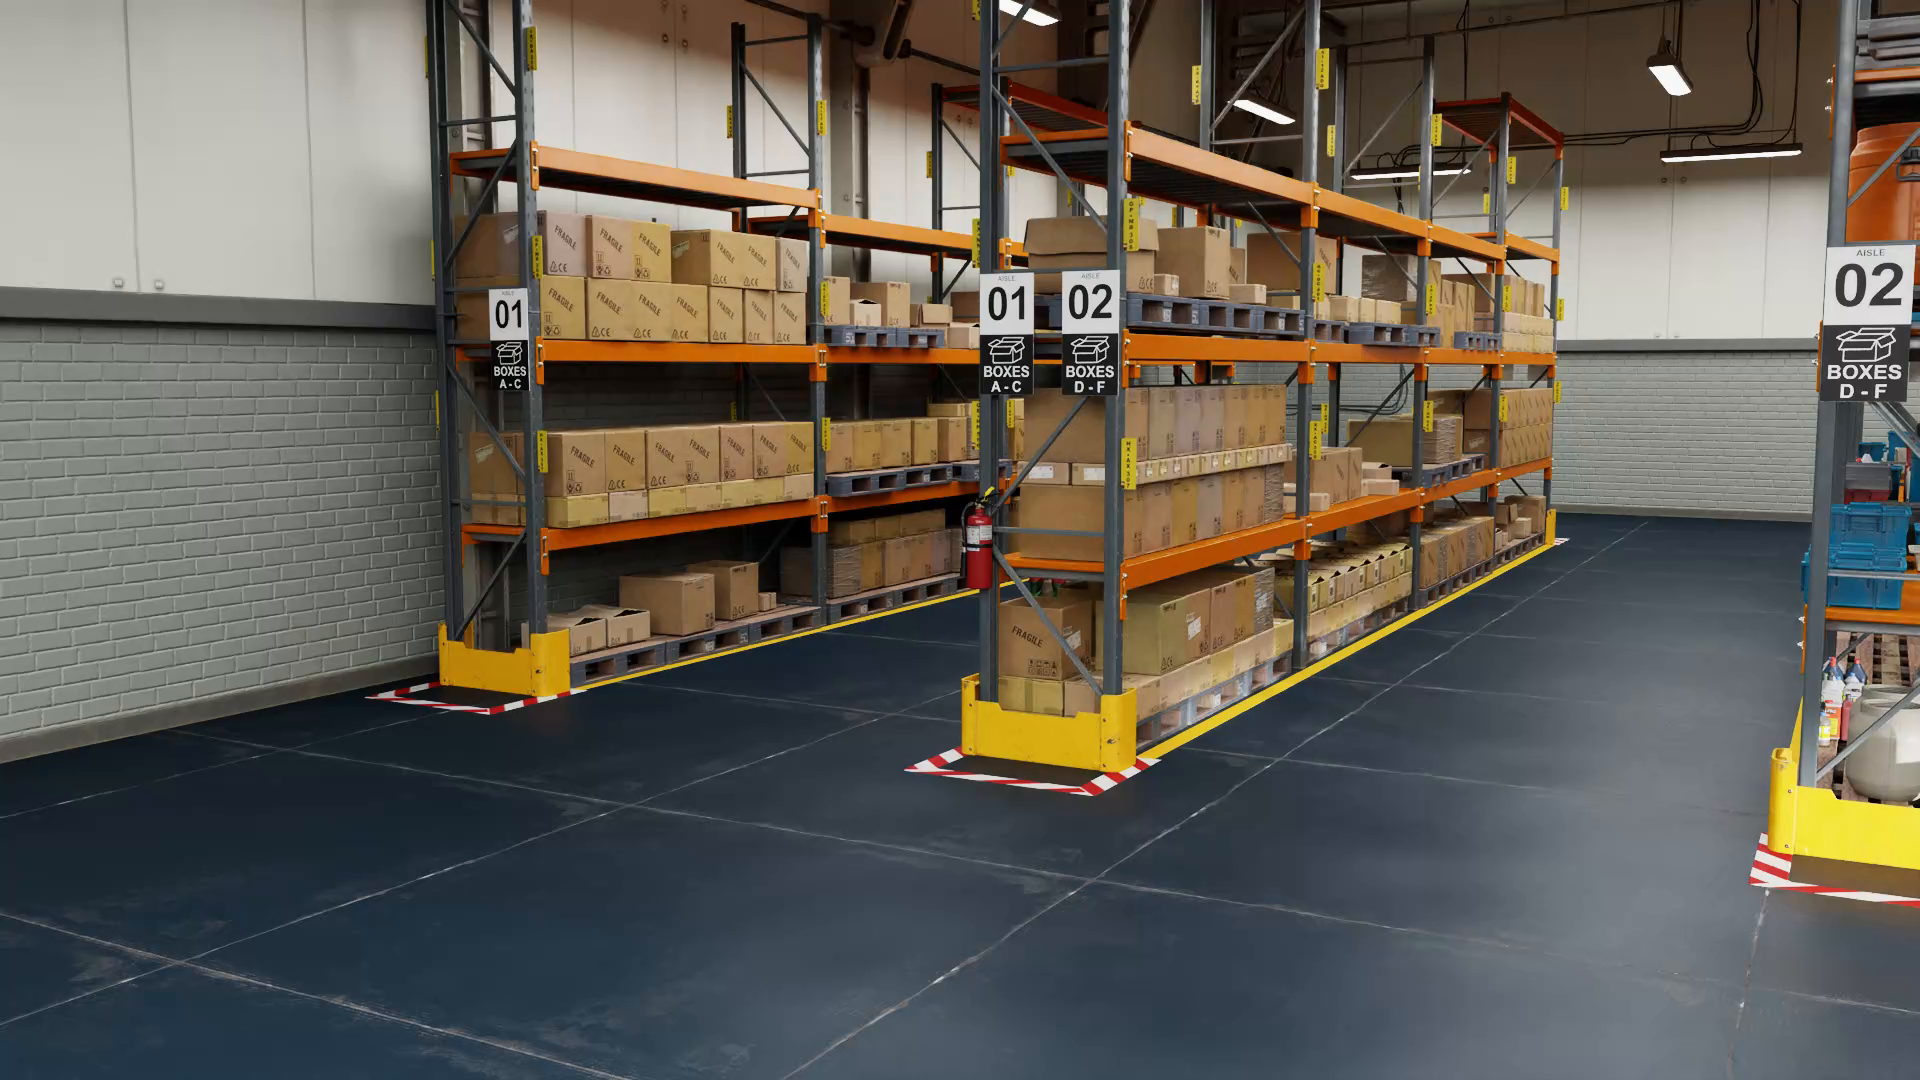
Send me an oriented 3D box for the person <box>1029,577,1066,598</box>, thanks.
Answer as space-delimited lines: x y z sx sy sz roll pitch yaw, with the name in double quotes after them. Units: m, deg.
0.951 -0.158 18.054 0.601 1.777 0.452 3 7 26 "person"
